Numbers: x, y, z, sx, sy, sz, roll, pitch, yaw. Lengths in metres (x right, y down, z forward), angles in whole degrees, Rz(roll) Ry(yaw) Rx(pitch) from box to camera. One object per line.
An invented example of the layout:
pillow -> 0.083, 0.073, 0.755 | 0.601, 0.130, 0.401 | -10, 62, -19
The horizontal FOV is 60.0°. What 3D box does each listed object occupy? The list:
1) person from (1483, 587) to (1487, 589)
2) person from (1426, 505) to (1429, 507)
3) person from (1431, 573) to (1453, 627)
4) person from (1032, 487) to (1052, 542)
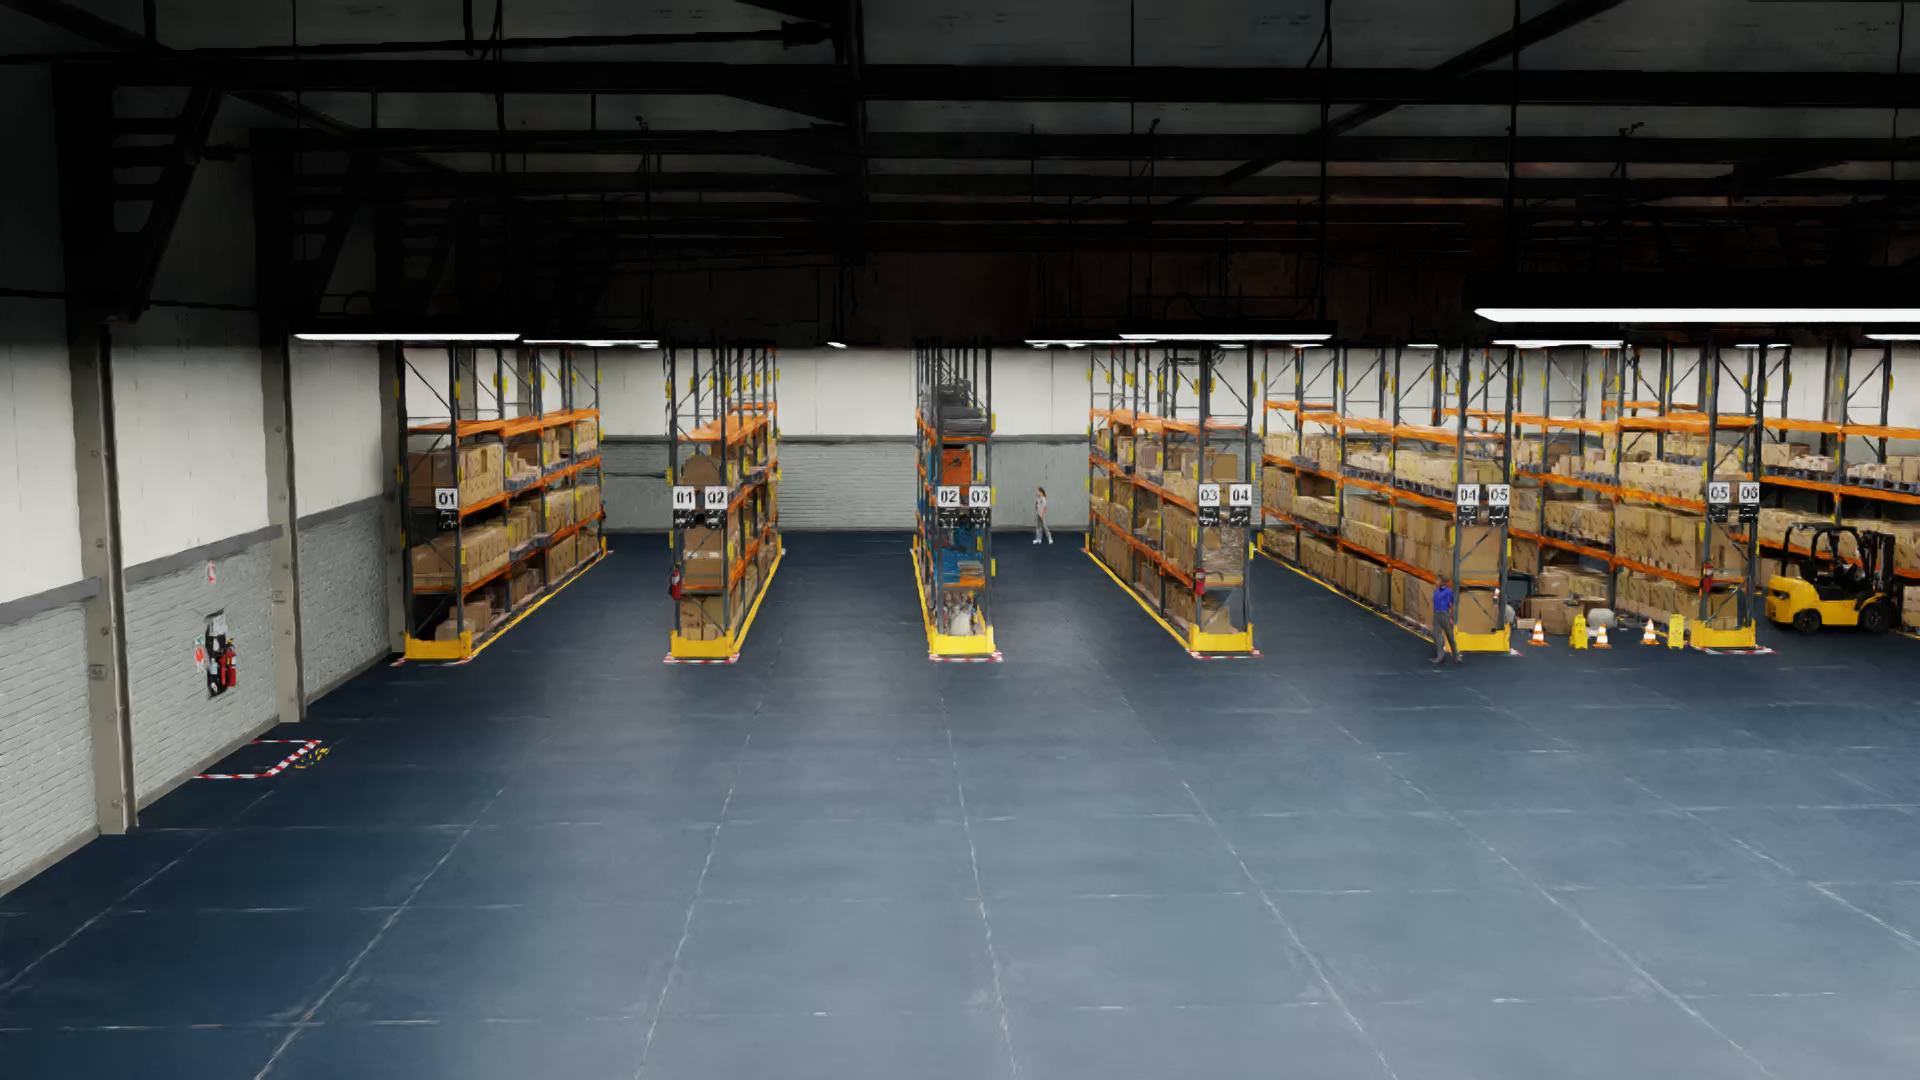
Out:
person -> 11.875, 0.868, 37.963 | 0.406, 0.967, 0.413 | 4, 8, 30
person -> 13.989, -0.736, 49.264 | 0.371, 1.713, 0.614 | -3, 7, -27
person -> 8.860, 1.114, 30.617 | 0.272, 0.999, 0.502 | -4, 7, -29
person -> 2.497, -0.767, 49.928 | 0.460, 1.671, 0.659 | -4, 7, -29
